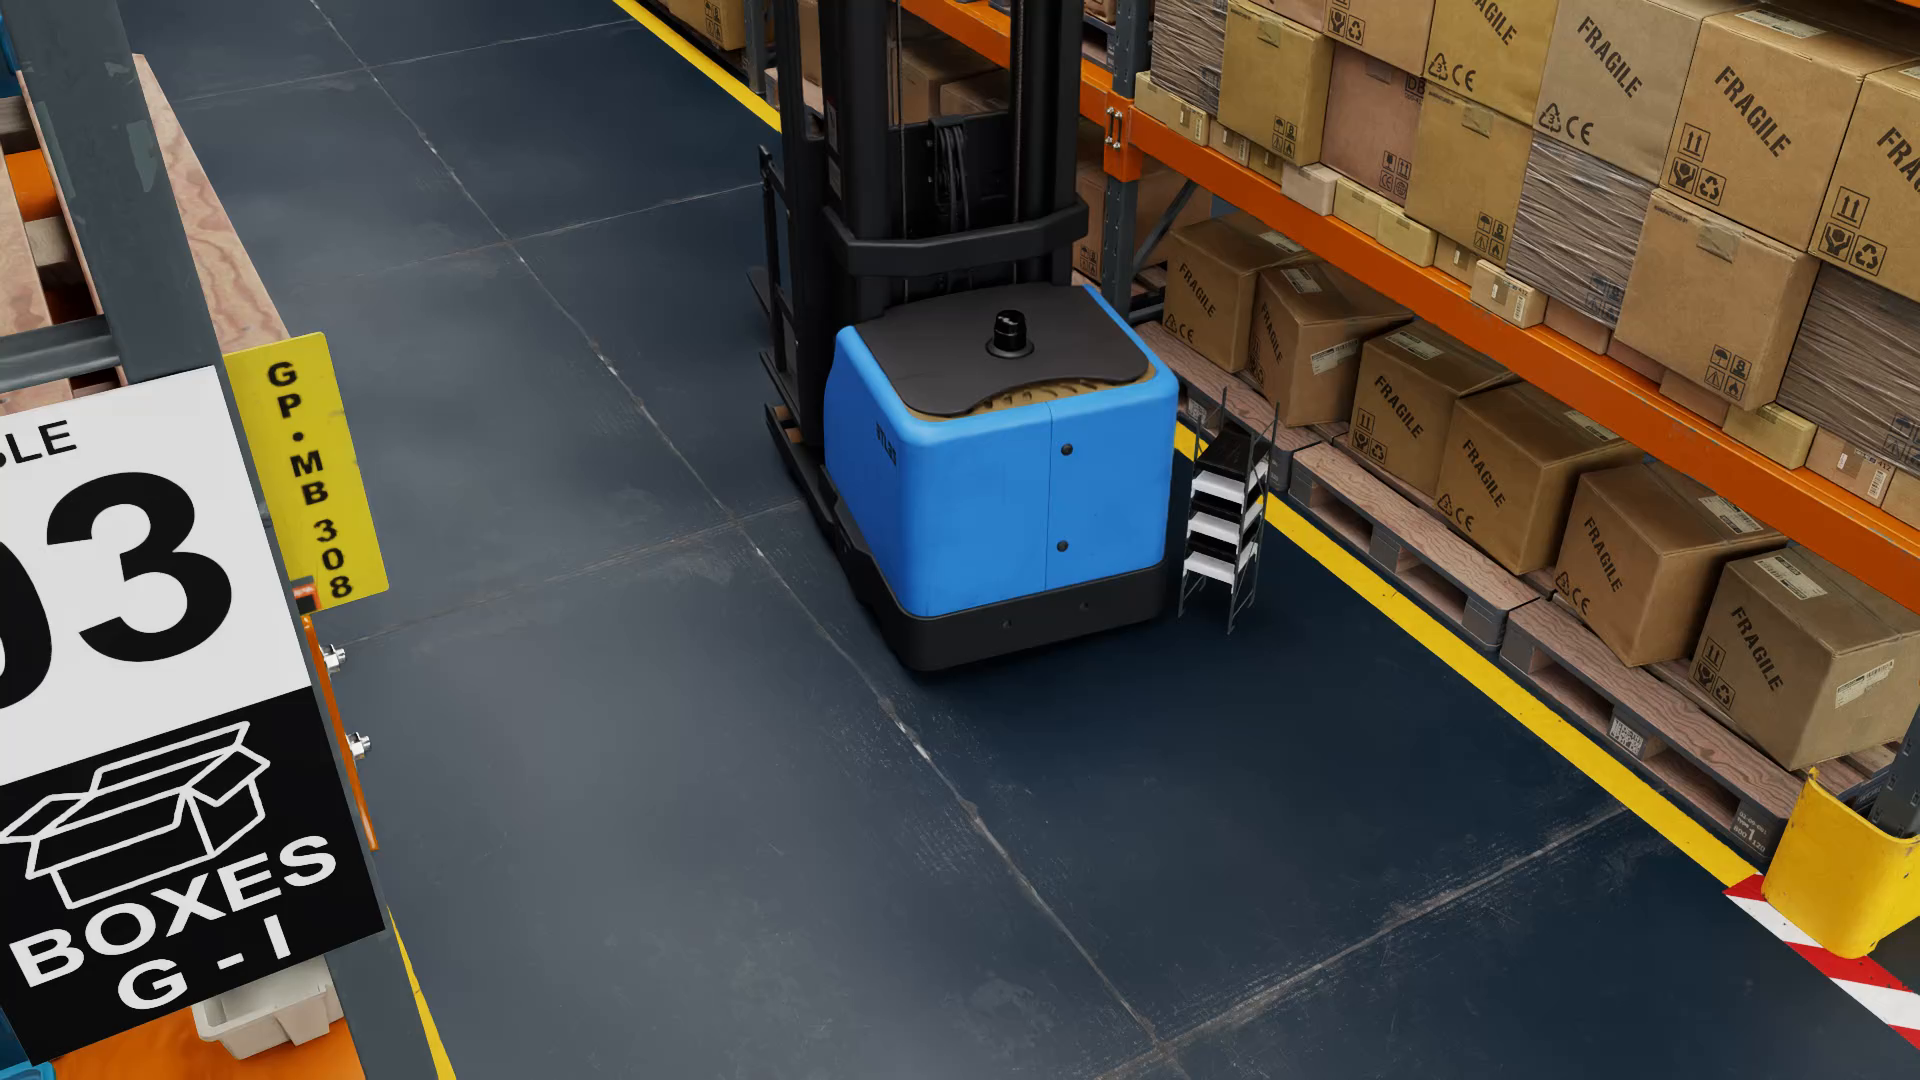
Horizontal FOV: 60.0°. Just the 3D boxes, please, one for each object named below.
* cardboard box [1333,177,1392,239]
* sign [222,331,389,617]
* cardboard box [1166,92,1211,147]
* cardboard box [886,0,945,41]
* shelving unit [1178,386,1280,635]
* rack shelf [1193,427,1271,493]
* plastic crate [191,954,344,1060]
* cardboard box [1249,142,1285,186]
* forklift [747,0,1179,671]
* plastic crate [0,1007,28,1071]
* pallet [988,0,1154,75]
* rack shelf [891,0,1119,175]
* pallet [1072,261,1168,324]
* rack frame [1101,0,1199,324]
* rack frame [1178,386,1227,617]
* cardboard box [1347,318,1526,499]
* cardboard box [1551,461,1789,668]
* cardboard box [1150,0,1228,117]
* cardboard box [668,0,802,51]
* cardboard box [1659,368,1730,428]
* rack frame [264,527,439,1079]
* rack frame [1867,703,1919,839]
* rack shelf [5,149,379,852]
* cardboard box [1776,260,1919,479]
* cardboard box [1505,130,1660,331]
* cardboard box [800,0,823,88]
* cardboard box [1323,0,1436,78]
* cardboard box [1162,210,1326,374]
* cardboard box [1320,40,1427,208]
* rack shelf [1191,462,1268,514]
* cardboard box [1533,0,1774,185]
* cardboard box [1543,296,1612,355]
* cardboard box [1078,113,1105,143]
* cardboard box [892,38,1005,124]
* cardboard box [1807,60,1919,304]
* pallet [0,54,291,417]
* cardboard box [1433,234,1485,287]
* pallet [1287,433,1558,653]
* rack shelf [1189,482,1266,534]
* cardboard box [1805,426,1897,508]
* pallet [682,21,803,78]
[{"bbox_3d":[1.611,-1.264,6.150,0.380,0.149,0.250,-19,40,-24],"label":"cardboard box"},{"bbox_3d":[-0.681,-0.063,1.742,0.100,0.325,0.005,-19,40,-24],"label":"sign"},{"bbox_3d":[1.077,-1.763,6.833,0.380,0.149,0.250,-19,40,-24],"label":"cardboard box"},{"bbox_3d":[-0.258,-3.105,9.569,0.500,0.250,0.500,-14,39,-19],"label":"cardboard box"},{"bbox_3d":[0.984,-0.099,6.122,0.210,0.900,0.258,20,40,25],"label":"shelving unit"},{"bbox_3d":[0.984,-0.290,5.982,0.200,0.077,0.258,20,40,25],"label":"rack shelf"},{"bbox_3d":[-1.330,0.868,3.242,0.298,0.136,0.250,-19,40,-24],"label":"plastic crate"},{"bbox_3d":[1.360,-1.519,6.499,0.380,0.149,0.250,-19,40,-24],"label":"cardboard box"},{"bbox_3d":[-0.212,-1.580,6.429,1.130,2.935,3.031,-12,38,-16],"label":"forklift"},{"bbox_3d":[-1.990,0.874,3.137,0.499,0.251,0.408,-19,40,-24],"label":"plastic crate"},{"bbox_3d":[0.856,-2.550,7.861,1.003,0.211,1.213,-19,40,-24],"label":"pallet"},{"bbox_3d":[0.109,-2.924,8.820,1.077,0.370,4.000,-19,40,-24],"label":"rack shelf"},{"bbox_3d":[0.722,-1.465,8.577,1.003,0.211,1.213,-19,40,-24],"label":"pallet"},{"bbox_3d":[1.114,-2.194,7.211,1.000,3.000,0.127,-19,40,-24],"label":"rack frame"},{"bbox_3d":[0.897,-0.130,6.164,0.006,0.900,0.240,20,40,25],"label":"rack frame"},{"bbox_3d":[1.955,-0.556,6.731,0.500,0.500,0.500,-23,42,-28],"label":"cardboard box"},{"bbox_3d":[2.495,0.067,5.878,0.500,0.500,0.500,-9,37,-12],"label":"cardboard box"},{"bbox_3d":[1.287,-2.107,6.755,0.875,0.500,0.500,-19,40,-24],"label":"cardboard box"},{"bbox_3d":[-1.224,-3.904,10.997,1.225,0.875,0.875,-21,41,-26],"label":"cardboard box"},{"bbox_3d":[2.395,-0.509,5.117,0.380,0.149,0.250,-19,40,-24],"label":"cardboard box"},{"bbox_3d":[-1.159,1.313,2.409,1.000,3.000,0.127,-19,40,-24],"label":"rack frame"},{"bbox_3d":[3.124,-0.155,4.418,1.000,3.000,0.127,-19,40,-24],"label":"rack frame"},{"bbox_3d":[-2.163,-0.628,3.133,1.077,0.370,4.000,-19,40,-24],"label":"rack shelf"},{"bbox_3d":[2.871,-0.604,4.696,0.875,0.500,0.500,-19,40,-24],"label":"cardboard box"},{"bbox_3d":[2.302,-1.091,5.363,0.875,0.500,0.500,-19,40,-24],"label":"cardboard box"},{"bbox_3d":[-0.541,-3.067,10.152,0.700,0.500,0.500,-21,41,-26],"label":"cardboard box"},{"bbox_3d":[1.624,-1.944,5.684,0.500,0.500,0.500,-19,40,-24],"label":"cardboard box"},{"bbox_3d":[1.281,-1.139,7.529,0.500,0.500,0.500,-20,41,-25],"label":"cardboard box"},{"bbox_3d":[1.846,-1.617,6.083,0.875,0.500,0.500,-19,40,-24],"label":"cardboard box"},{"bbox_3d":[0.984,-0.217,6.035,0.200,0.077,0.258,20,40,25],"label":"rack shelf"},{"bbox_3d":[2.129,-1.435,4.987,0.500,0.500,0.500,-19,40,-24],"label":"cardboard box"},{"bbox_3d":[2.160,-0.770,5.474,0.380,0.149,0.250,-19,40,-24],"label":"cardboard box"},{"bbox_3d":[0.601,-1.931,8.597,0.700,0.500,0.500,-19,40,-24],"label":"cardboard box"},{"bbox_3d":[0.039,-2.501,9.377,0.700,0.500,0.500,-16,39,-20],"label":"cardboard box"},{"bbox_3d":[2.634,-0.926,4.290,0.500,0.500,0.500,-19,40,-24],"label":"cardboard box"},{"bbox_3d":[-1.490,-0.273,2.197,1.003,0.211,1.213,-19,40,-24],"label":"pallet"},{"bbox_3d":[1.892,-1.019,5.815,0.380,0.149,0.250,-19,40,-24],"label":"cardboard box"},{"bbox_3d":[2.099,-0.113,6.726,1.003,0.211,1.213,-19,40,-24],"label":"pallet"},{"bbox_3d":[0.984,-0.144,6.089,0.200,0.077,0.258,20,40,25],"label":"rack shelf"},{"bbox_3d":[2.677,-0.265,4.783,0.380,0.149,0.250,-19,40,-24],"label":"cardboard box"},{"bbox_3d":[-1.226,-3.533,11.408,1.003,0.211,1.213,-19,40,-24],"label":"pallet"}]
